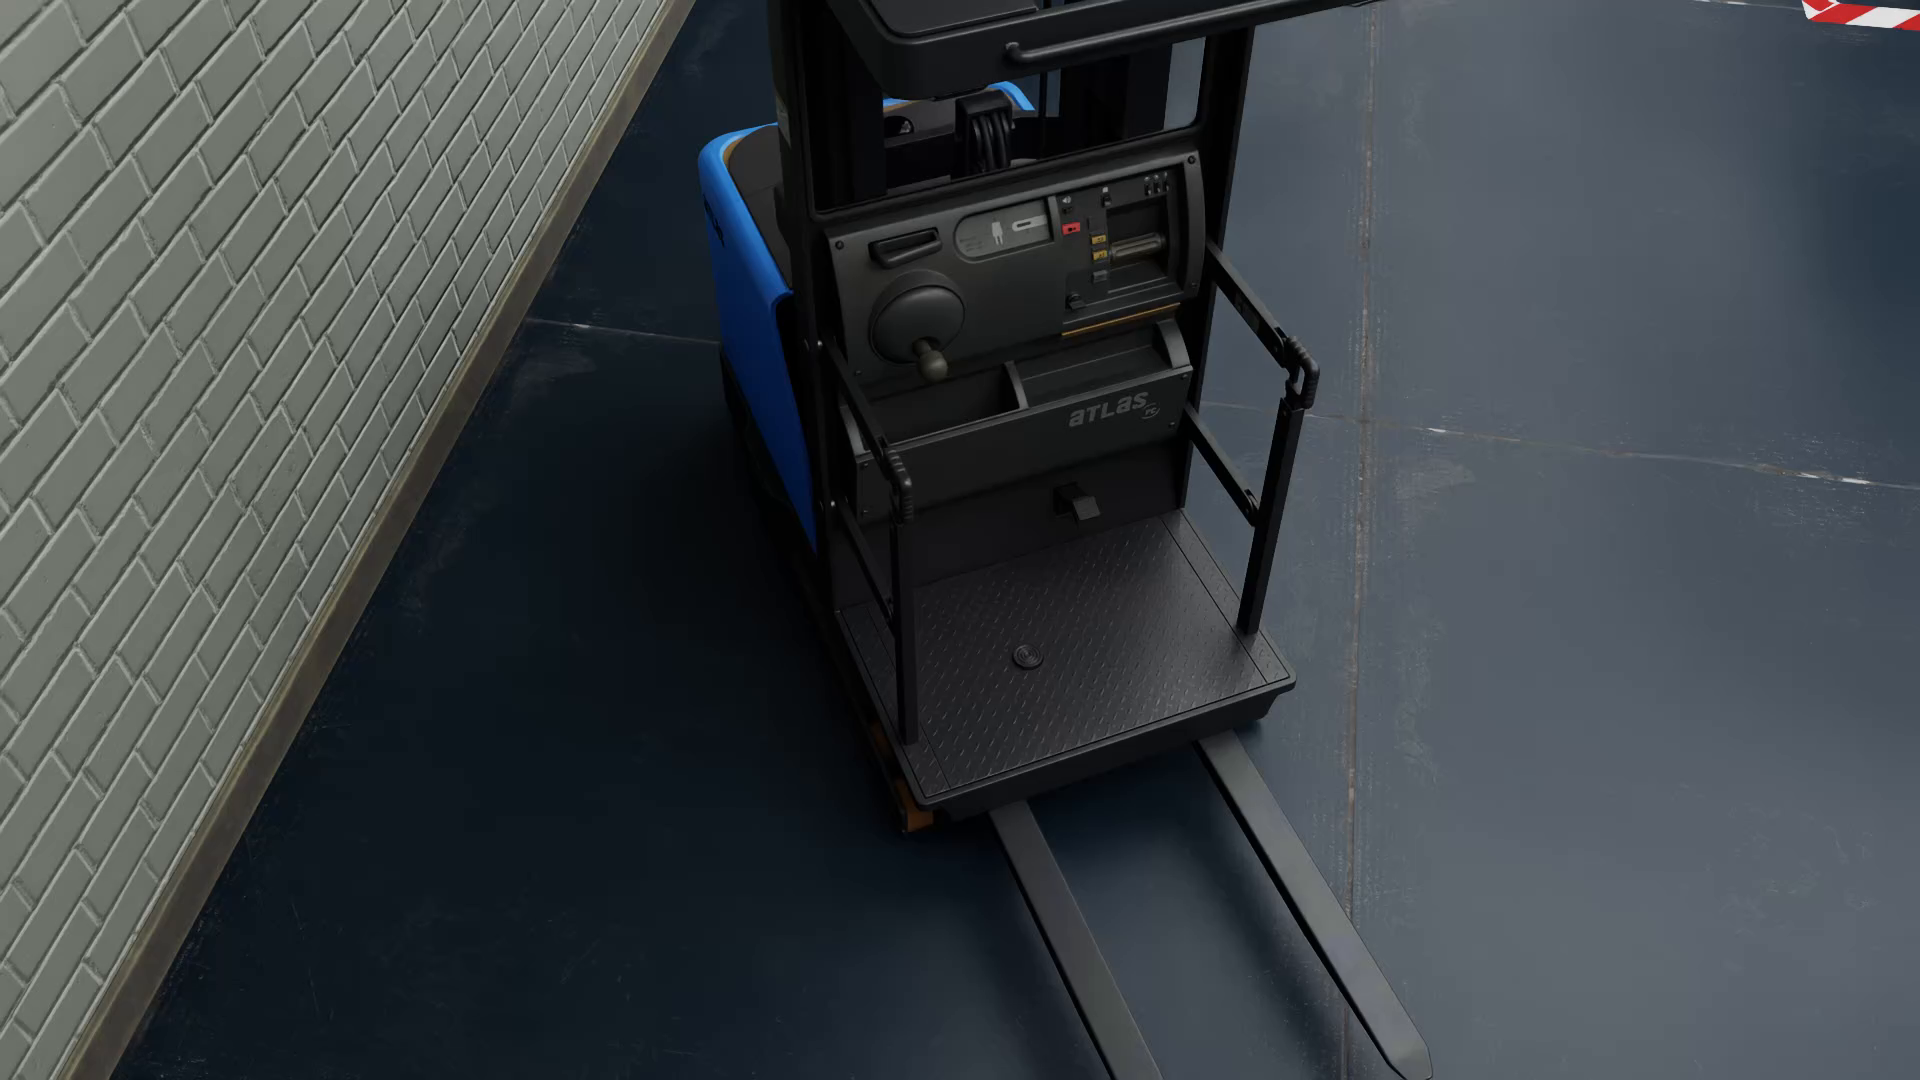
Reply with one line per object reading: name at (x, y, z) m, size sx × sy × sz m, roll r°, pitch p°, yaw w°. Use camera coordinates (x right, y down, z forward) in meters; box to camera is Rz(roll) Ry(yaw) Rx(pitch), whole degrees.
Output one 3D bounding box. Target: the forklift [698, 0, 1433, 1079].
forklift at (0.228, -0.549, 3.773) m, size 1.130 × 2.935 × 3.031 m, roll -16°, pitch 50°, yaw -14°
